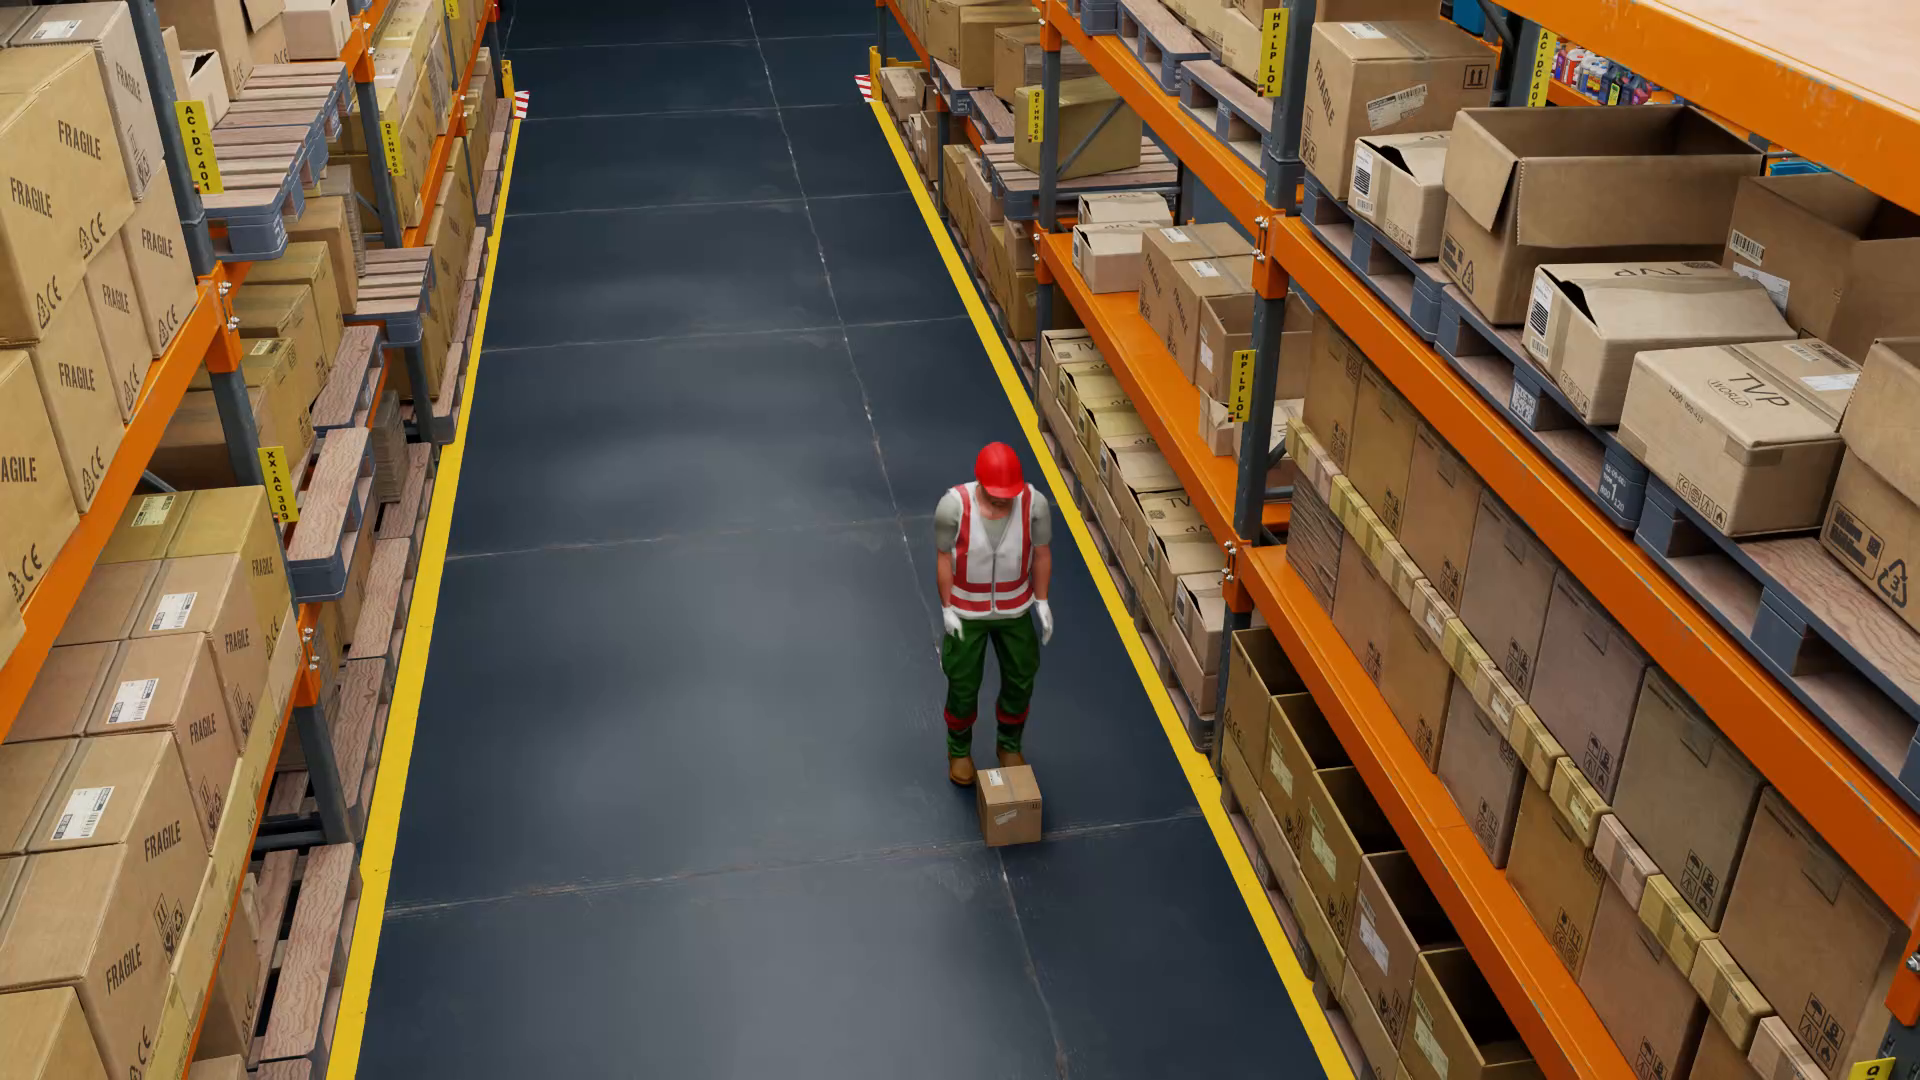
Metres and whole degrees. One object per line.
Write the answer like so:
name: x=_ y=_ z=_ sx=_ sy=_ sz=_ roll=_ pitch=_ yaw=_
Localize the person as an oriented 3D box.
person: x=0.157 y=0.329 z=7.582 sx=0.534 sy=1.763 sz=0.400 roll=-5 pitch=31 yaw=-8
